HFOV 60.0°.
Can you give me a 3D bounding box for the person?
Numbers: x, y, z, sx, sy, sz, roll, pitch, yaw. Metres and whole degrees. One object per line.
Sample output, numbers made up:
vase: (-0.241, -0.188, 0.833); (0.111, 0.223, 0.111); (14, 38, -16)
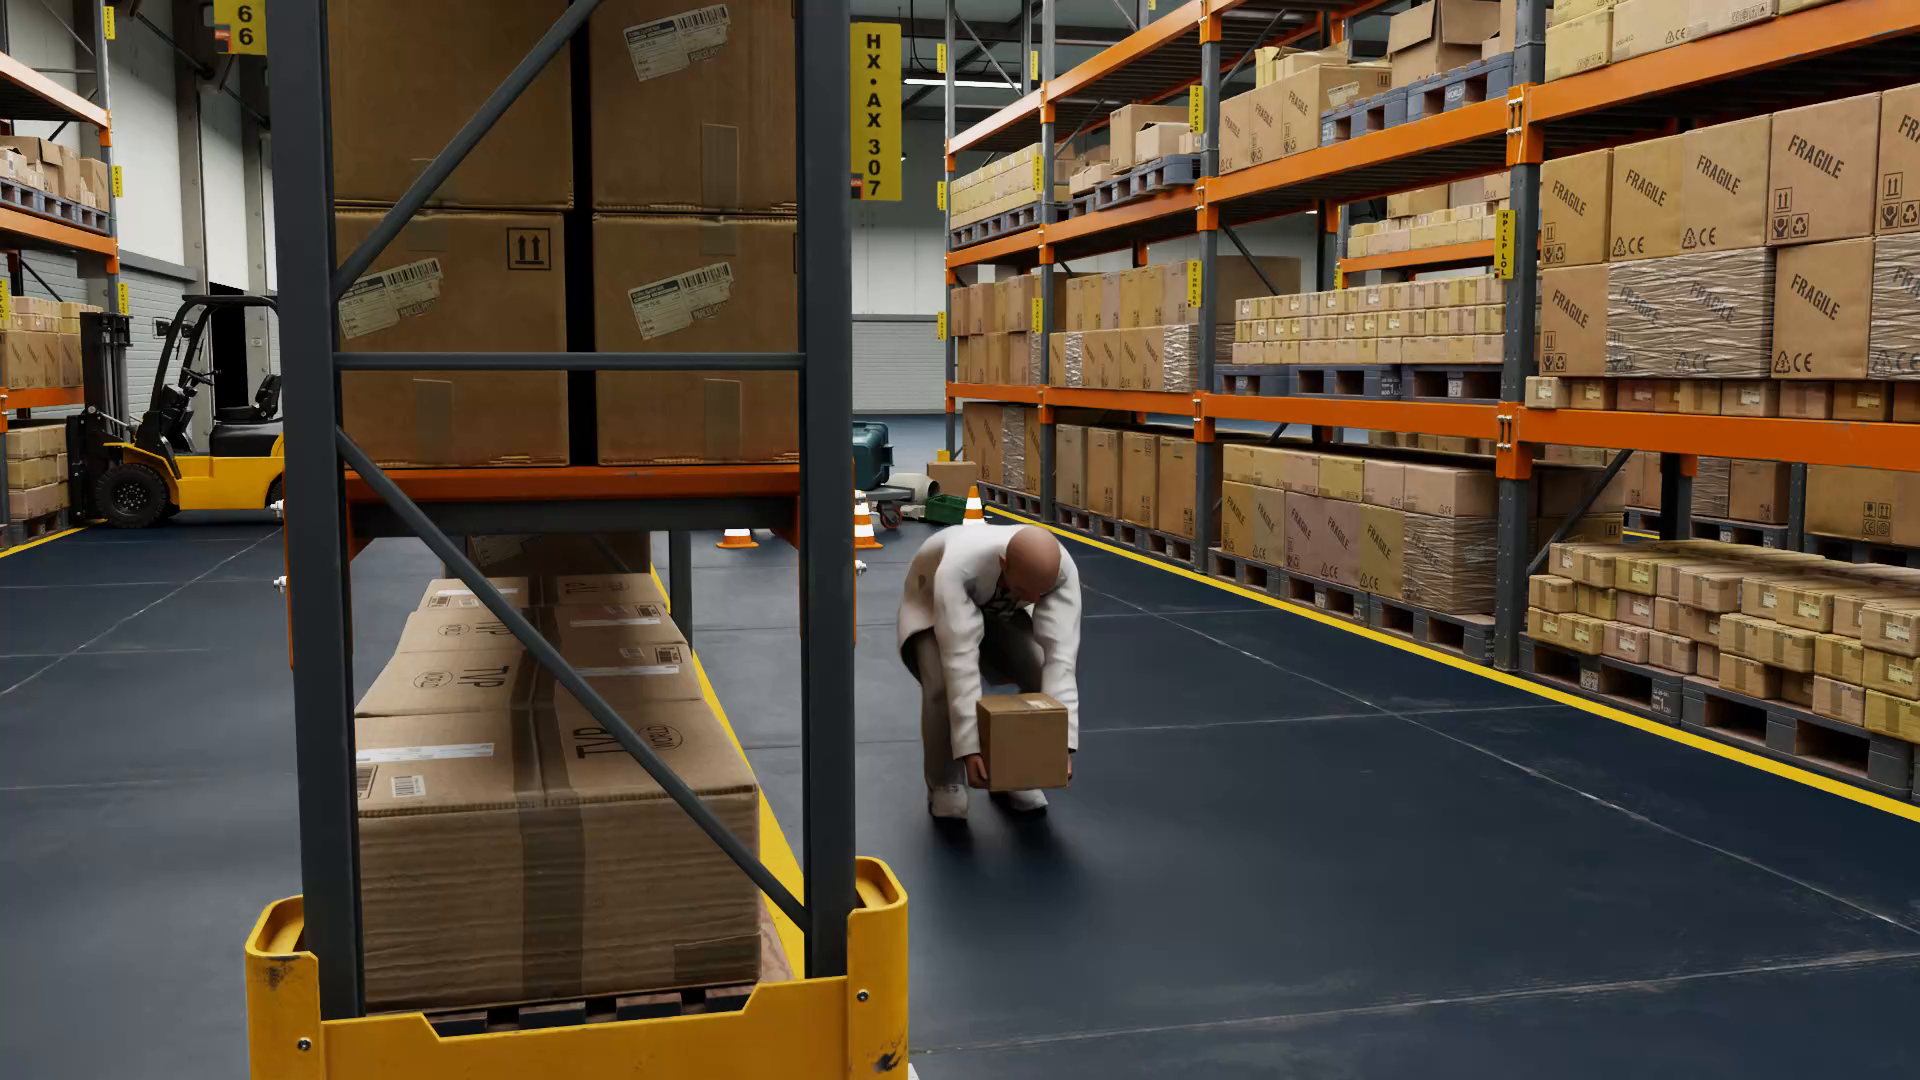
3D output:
person: (0.104, 0.423, 5.510); (0.591, 1.013, 0.936); (-2, 6, -16)
